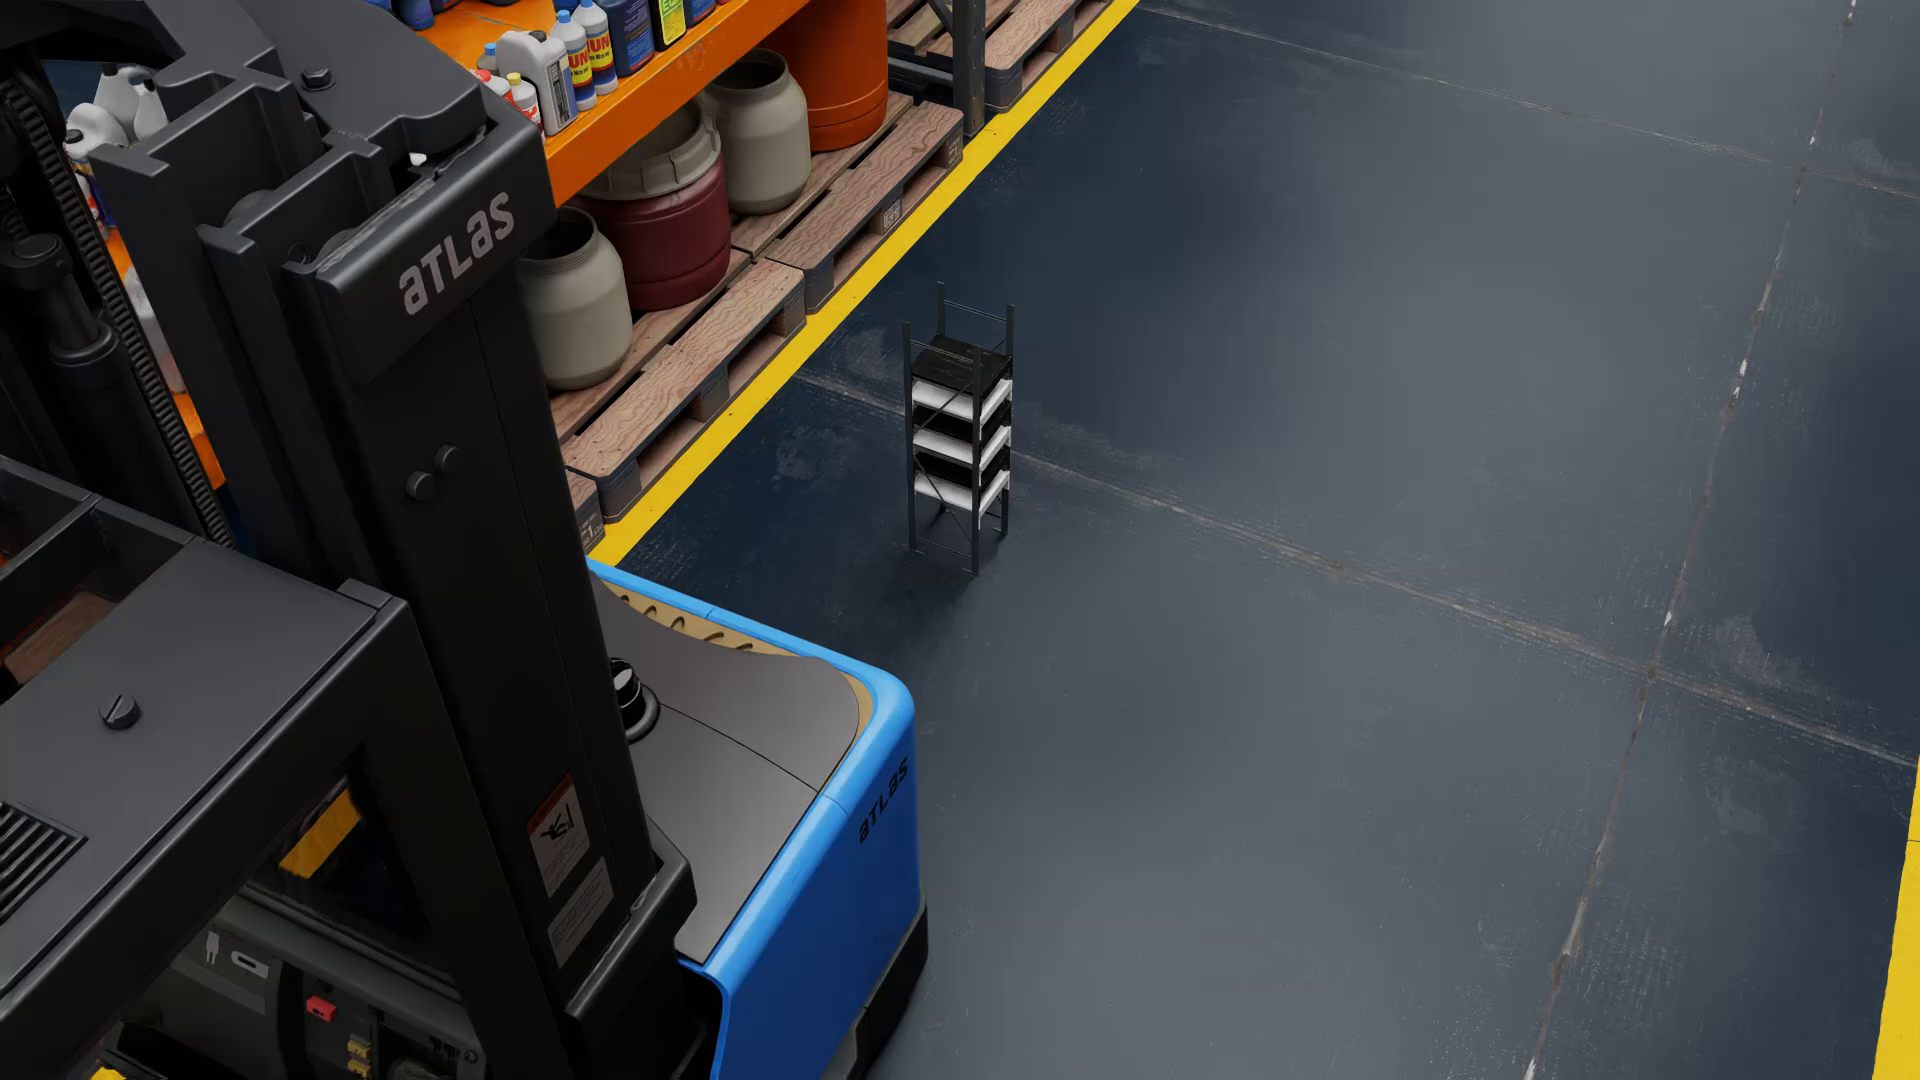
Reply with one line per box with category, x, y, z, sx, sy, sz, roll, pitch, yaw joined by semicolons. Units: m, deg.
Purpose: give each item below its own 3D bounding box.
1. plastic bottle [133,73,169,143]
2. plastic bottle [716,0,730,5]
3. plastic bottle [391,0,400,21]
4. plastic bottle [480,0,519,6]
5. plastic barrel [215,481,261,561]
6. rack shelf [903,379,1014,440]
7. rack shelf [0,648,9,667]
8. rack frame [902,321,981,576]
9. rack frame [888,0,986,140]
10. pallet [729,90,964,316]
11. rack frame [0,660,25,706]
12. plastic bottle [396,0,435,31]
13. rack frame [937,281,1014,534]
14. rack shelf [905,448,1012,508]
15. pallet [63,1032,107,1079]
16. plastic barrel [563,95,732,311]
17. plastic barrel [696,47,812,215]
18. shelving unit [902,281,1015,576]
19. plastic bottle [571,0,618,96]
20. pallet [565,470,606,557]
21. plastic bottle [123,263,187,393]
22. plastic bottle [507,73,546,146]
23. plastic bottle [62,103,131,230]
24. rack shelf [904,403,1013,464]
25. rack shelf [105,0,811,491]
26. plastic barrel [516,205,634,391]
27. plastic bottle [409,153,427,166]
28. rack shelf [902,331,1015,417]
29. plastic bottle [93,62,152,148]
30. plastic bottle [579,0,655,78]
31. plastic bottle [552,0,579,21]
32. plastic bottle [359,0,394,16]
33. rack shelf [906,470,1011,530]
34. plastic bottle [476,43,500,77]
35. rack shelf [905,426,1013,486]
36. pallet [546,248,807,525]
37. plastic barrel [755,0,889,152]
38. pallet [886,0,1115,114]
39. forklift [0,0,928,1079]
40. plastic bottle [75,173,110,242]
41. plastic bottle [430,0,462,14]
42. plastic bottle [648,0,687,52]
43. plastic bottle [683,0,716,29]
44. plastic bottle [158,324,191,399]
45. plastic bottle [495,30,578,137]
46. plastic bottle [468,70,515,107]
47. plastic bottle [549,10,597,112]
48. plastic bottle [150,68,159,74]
plastic bottle;-1.960;-1.018;4.182;0.144;0.351;0.185;20;49;19
plastic bottle;-0.708;-1.759;4.961;0.061;0.283;0.133;20;49;19
plastic bottle;-1.687;-1.649;4.853;0.061;0.283;0.133;20;49;19
plastic bottle;-1.379;-1.794;4.949;0.144;0.351;0.185;20;49;19
plastic barrel;-1.957;-0.143;4.462;0.600;0.901;0.708;20;49;19
rack shelf;-0.004;-0.414;4.821;0.258;0.077;0.200;20;49;19
rack shelf;-3.153;1.117;2.543;1.077;0.370;4.000;20;49;19
rack frame;-0.051;-0.247;4.862;0.240;0.900;0.006;20;49;19
rack frame;-0.368;-2.916;6.023;1.000;3.000;0.127;20;49;19
pallet;-0.697;-1.425;6.510;1.003;0.211;1.213;20;49;19
rack frame;-2.224;-0.396;3.532;1.000;3.000;0.127;20;49;19
plastic bottle;-1.609;-1.630;4.843;0.097;0.271;0.097;0;45;0
rack frame;0.043;-0.375;4.988;0.240;0.900;0.006;20;49;19
rack shelf;-0.004;-0.225;5.013;0.258;0.077;0.200;20;49;19
pallet;-2.531;1.061;4.053;1.003;0.211;1.213;20;49;19
plastic barrel;-1.104;-1.190;5.718;0.600;0.588;0.708;20;49;19
plastic barrel;-0.763;-1.490;6.067;0.421;0.512;0.421;0;45;0
shelving unit;-0.004;-0.311;4.925;0.258;0.900;0.210;20;49;19
plastic bottle;-1.011;-1.371;4.586;0.097;0.271;0.097;0;45;0
pallet;-1.829;0.112;4.991;1.003;0.211;1.213;20;49;19
plastic bottle;-1.755;-0.519;3.688;0.144;0.351;0.185;20;49;19
plastic bottle;-1.164;-1.139;4.406;0.097;0.201;0.097;0;45;0
plastic bottle;-2.158;-0.937;4.155;0.152;0.276;0.135;20;49;19
rack shelf;-0.004;-0.351;4.885;0.258;0.077;0.200;20;49;19
rack shelf;-1.296;-1.403;5.033;1.077;0.370;4.000;20;49;19
plastic barrel;-1.287;-0.778;5.364;0.421;0.512;0.421;0;45;0
plastic bottle;-1.334;-0.909;4.179;0.097;0.201;0.097;0;45;0
rack shelf;-0.004;-0.478;4.757;0.258;0.077;0.200;20;49;19
plastic bottle;-2.088;-1.065;4.229;0.144;0.351;0.185;20;49;19
plastic bottle;-0.967;-1.496;4.654;0.144;0.351;0.185;20;49;19
plastic bottle;-1.094;-1.480;4.694;0.097;0.271;0.097;0;45;0
plastic bottle;-1.635;-1.455;4.669;0.097;0.271;0.097;0;45;0
rack shelf;-0.004;-0.161;5.077;0.258;0.077;0.200;20;49;19
plastic bottle;-1.254;-1.251;4.517;0.097;0.201;0.097;0;45;0
rack shelf;-0.004;-0.288;4.949;0.258;0.077;0.200;20;49;19
pallet;-1.264;-0.659;5.753;1.003;0.211;1.213;20;49;19
plastic barrel;-0.580;-1.986;6.335;0.600;0.830;0.708;20;49;19
pallet;0.026;-2.411;7.484;1.003;0.211;1.213;20;49;19
forklift;-1.181;0.810;2.388;1.130;2.935;3.031;19;48;18
plastic bottle;-2.182;-0.827;4.098;0.097;0.201;0.097;0;45;0
plastic bottle;-1.576;-1.759;4.915;0.144;0.351;0.185;20;49;19
plastic bottle;-0.856;-1.558;4.763;0.061;0.283;0.133;20;49;19
plastic bottle;-0.819;-1.696;4.852;0.144;0.351;0.185;20;49;19
plastic bottle;-1.676;-0.445;3.663;0.061;0.283;0.133;20;49;19
plastic bottle;-1.135;-1.247;4.461;0.152;0.276;0.135;20;49;19
plastic bottle;-1.242;-1.101;4.317;0.152;0.276;0.135;20;49;19
plastic bottle;-1.056;-1.310;4.526;0.097;0.271;0.097;0;45;0
plastic bottle;-2.002;-1.182;4.344;0.144;0.351;0.185;20;49;19
